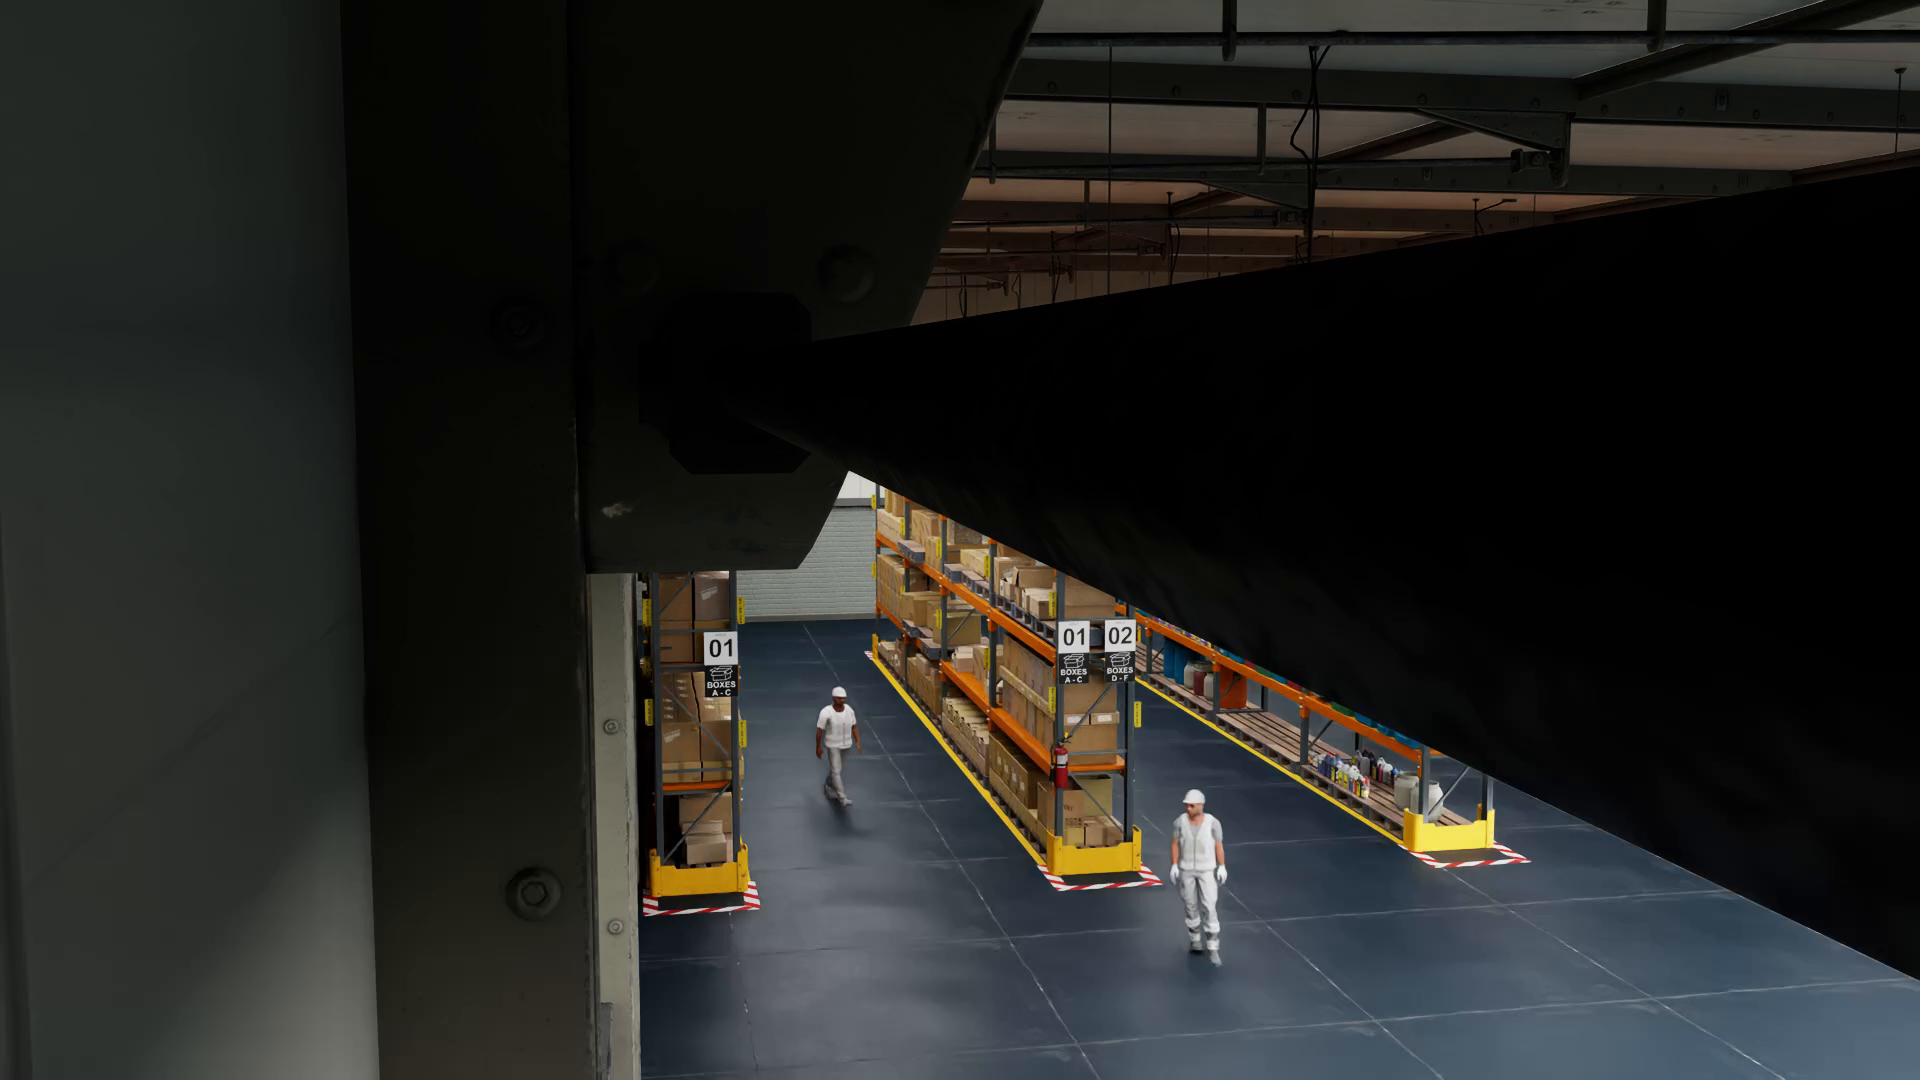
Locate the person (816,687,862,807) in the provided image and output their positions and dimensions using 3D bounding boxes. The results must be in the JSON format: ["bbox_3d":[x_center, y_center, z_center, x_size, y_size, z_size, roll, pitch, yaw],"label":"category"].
[{"bbox_3d":[-1.716,2.979,24.115,0.590,1.699,1.082,-5,8,-40],"label":"person"}]

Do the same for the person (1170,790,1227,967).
[{"bbox_3d":[2.562,3.604,17.937,0.628,1.791,0.638,2,6,19],"label":"person"}]
